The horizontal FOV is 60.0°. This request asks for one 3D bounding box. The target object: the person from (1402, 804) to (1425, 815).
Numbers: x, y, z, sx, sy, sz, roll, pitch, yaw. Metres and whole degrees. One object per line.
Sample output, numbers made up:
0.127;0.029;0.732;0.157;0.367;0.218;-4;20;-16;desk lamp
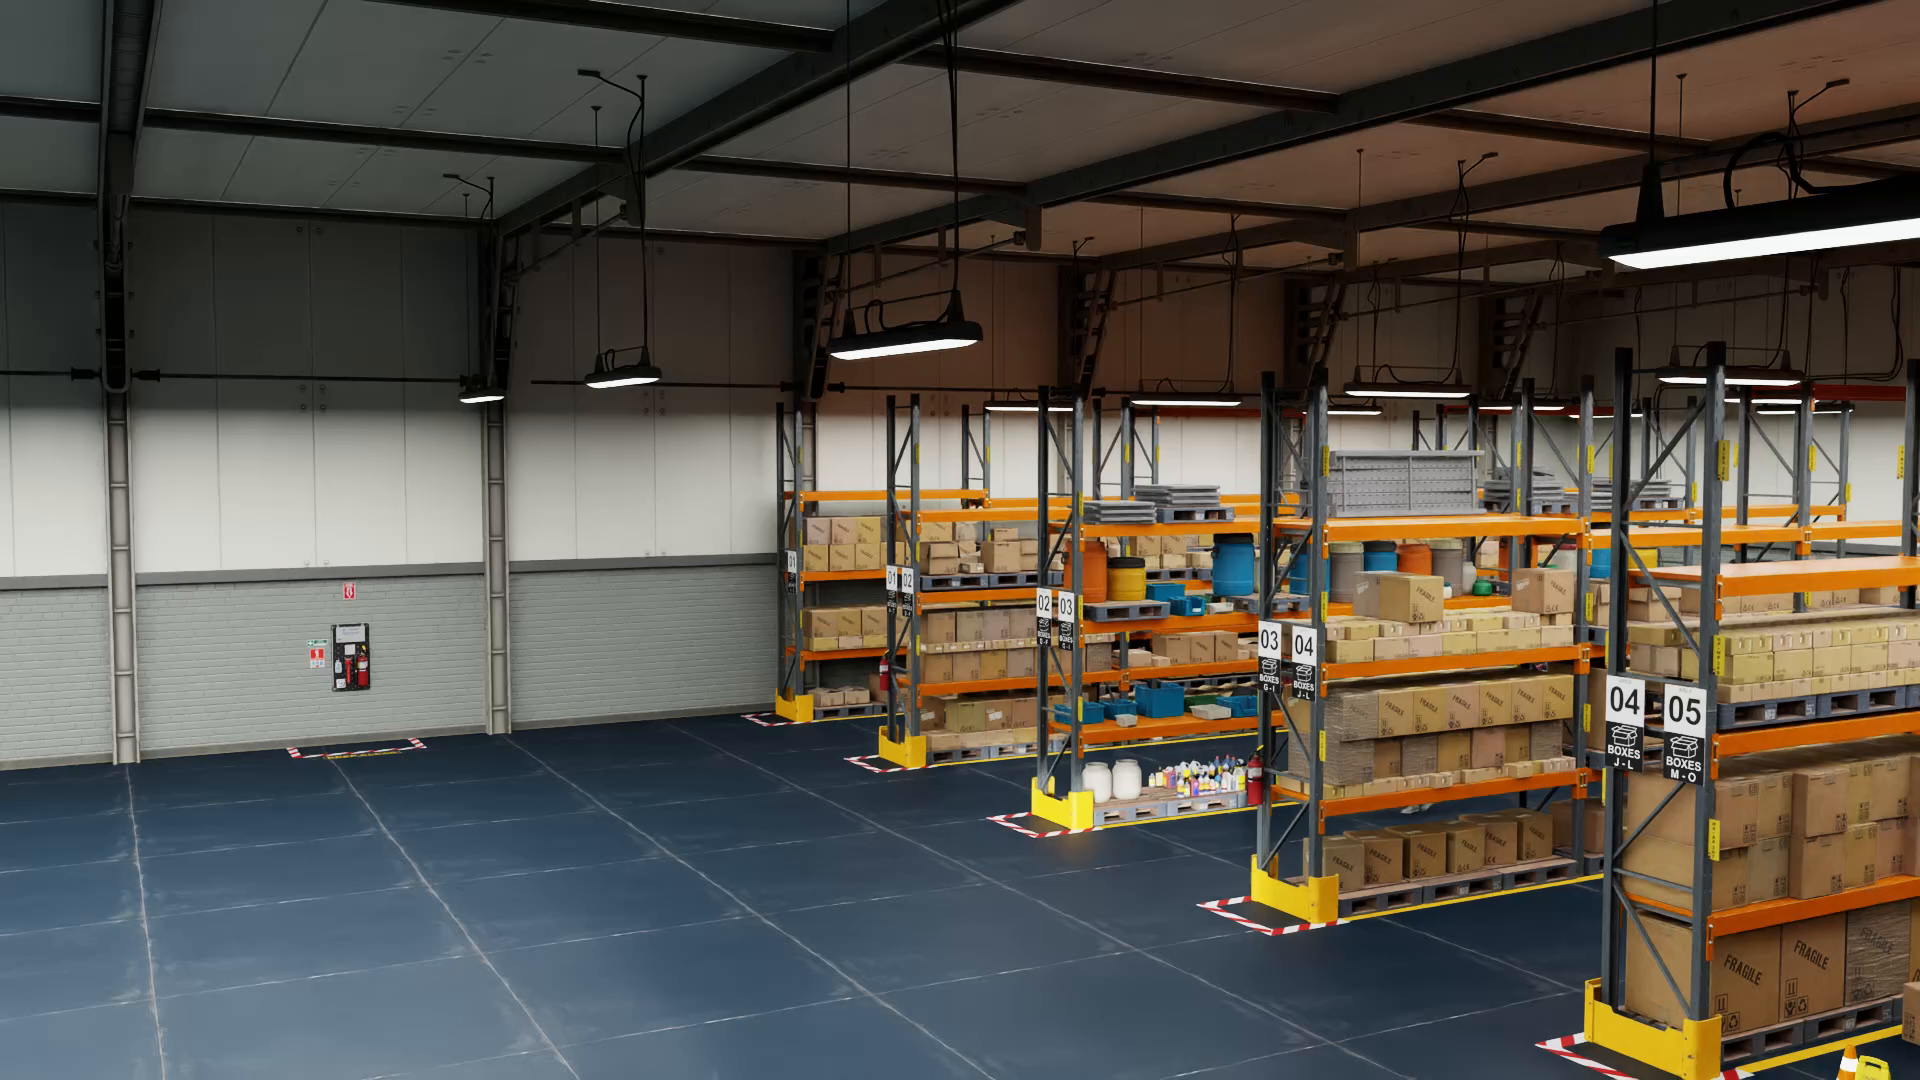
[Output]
6.345;3.016;23.412;0.427;1.674;0.538;0;3;-7;person
